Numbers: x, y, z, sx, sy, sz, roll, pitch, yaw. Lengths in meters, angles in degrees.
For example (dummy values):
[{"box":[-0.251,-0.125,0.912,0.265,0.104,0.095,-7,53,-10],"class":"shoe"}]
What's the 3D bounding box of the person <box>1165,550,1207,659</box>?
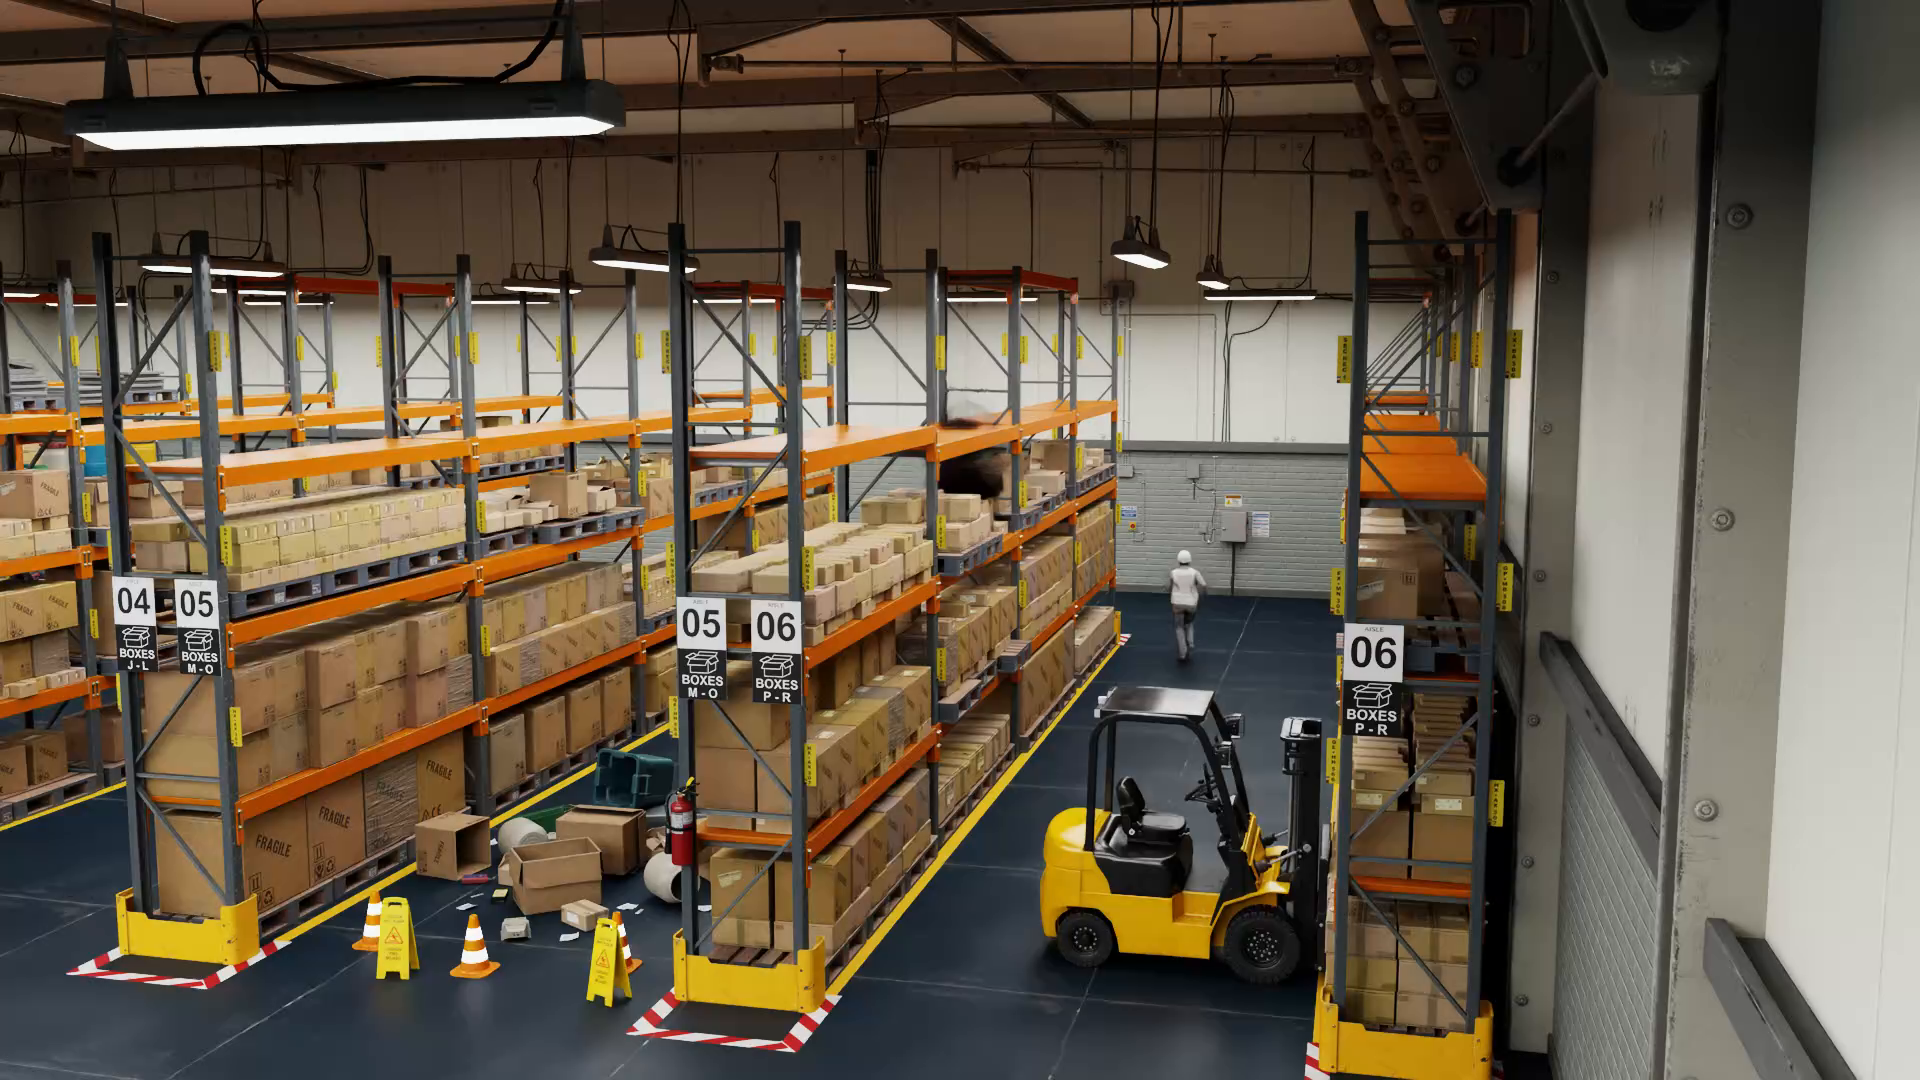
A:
[{"box":[3.611,1.034,26.733,0.629,1.771,0.693,0,7,-2],"class":"person"}]
